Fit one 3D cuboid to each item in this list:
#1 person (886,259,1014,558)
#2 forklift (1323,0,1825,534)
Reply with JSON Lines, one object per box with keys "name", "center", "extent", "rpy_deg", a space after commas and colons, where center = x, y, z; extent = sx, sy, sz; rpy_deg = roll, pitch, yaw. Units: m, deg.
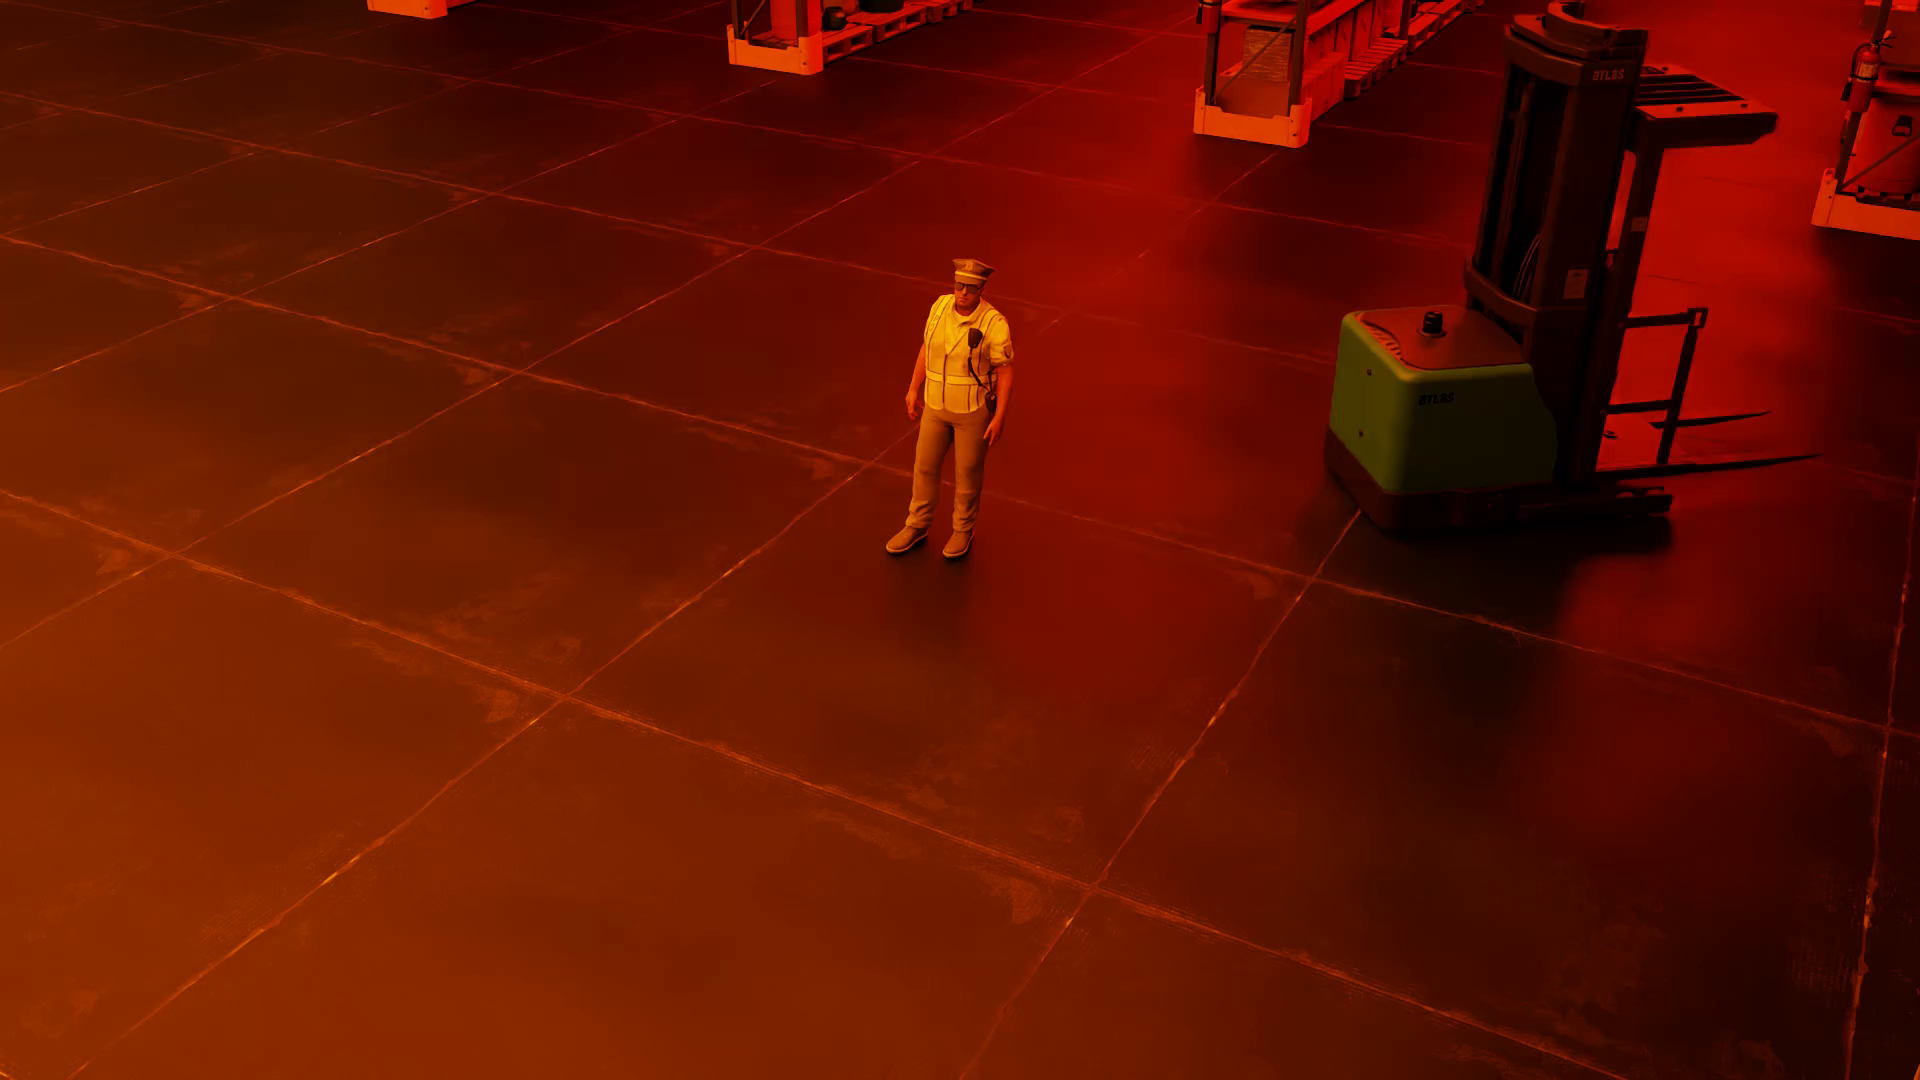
{"name": "person", "center": [-0.048, -0.747, 9.500], "extent": [0.639, 1.781, 0.575], "rpy_deg": [15, 33, 25]}
{"name": "forklift", "center": [3.917, -1.653, 9.934], "extent": [3.031, 2.935, 1.130], "rpy_deg": [-5, 30, -9]}
